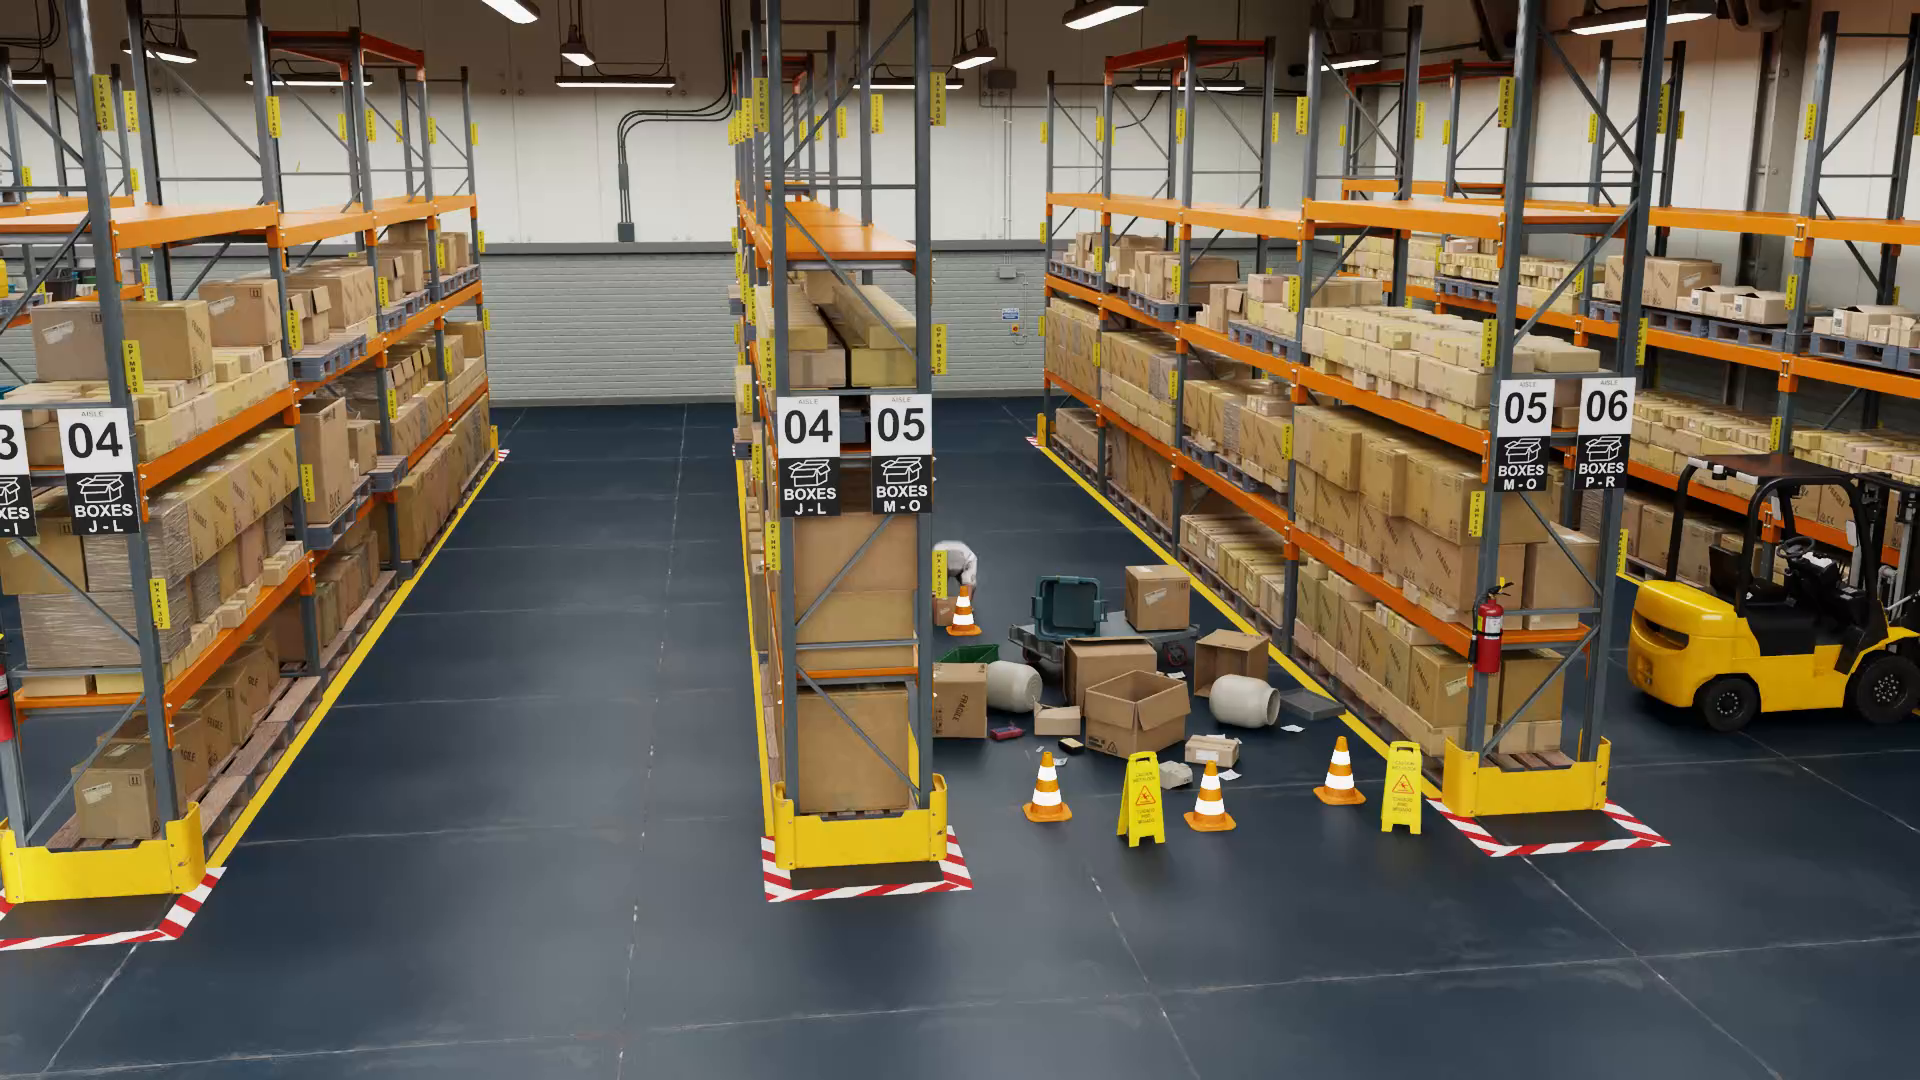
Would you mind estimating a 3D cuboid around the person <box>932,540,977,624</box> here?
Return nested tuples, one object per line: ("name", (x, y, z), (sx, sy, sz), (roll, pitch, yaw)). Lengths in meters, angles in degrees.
("person", (-0.083, 0.408, 17.367), (0.527, 0.819, 1.020), (1, 13, 2))
